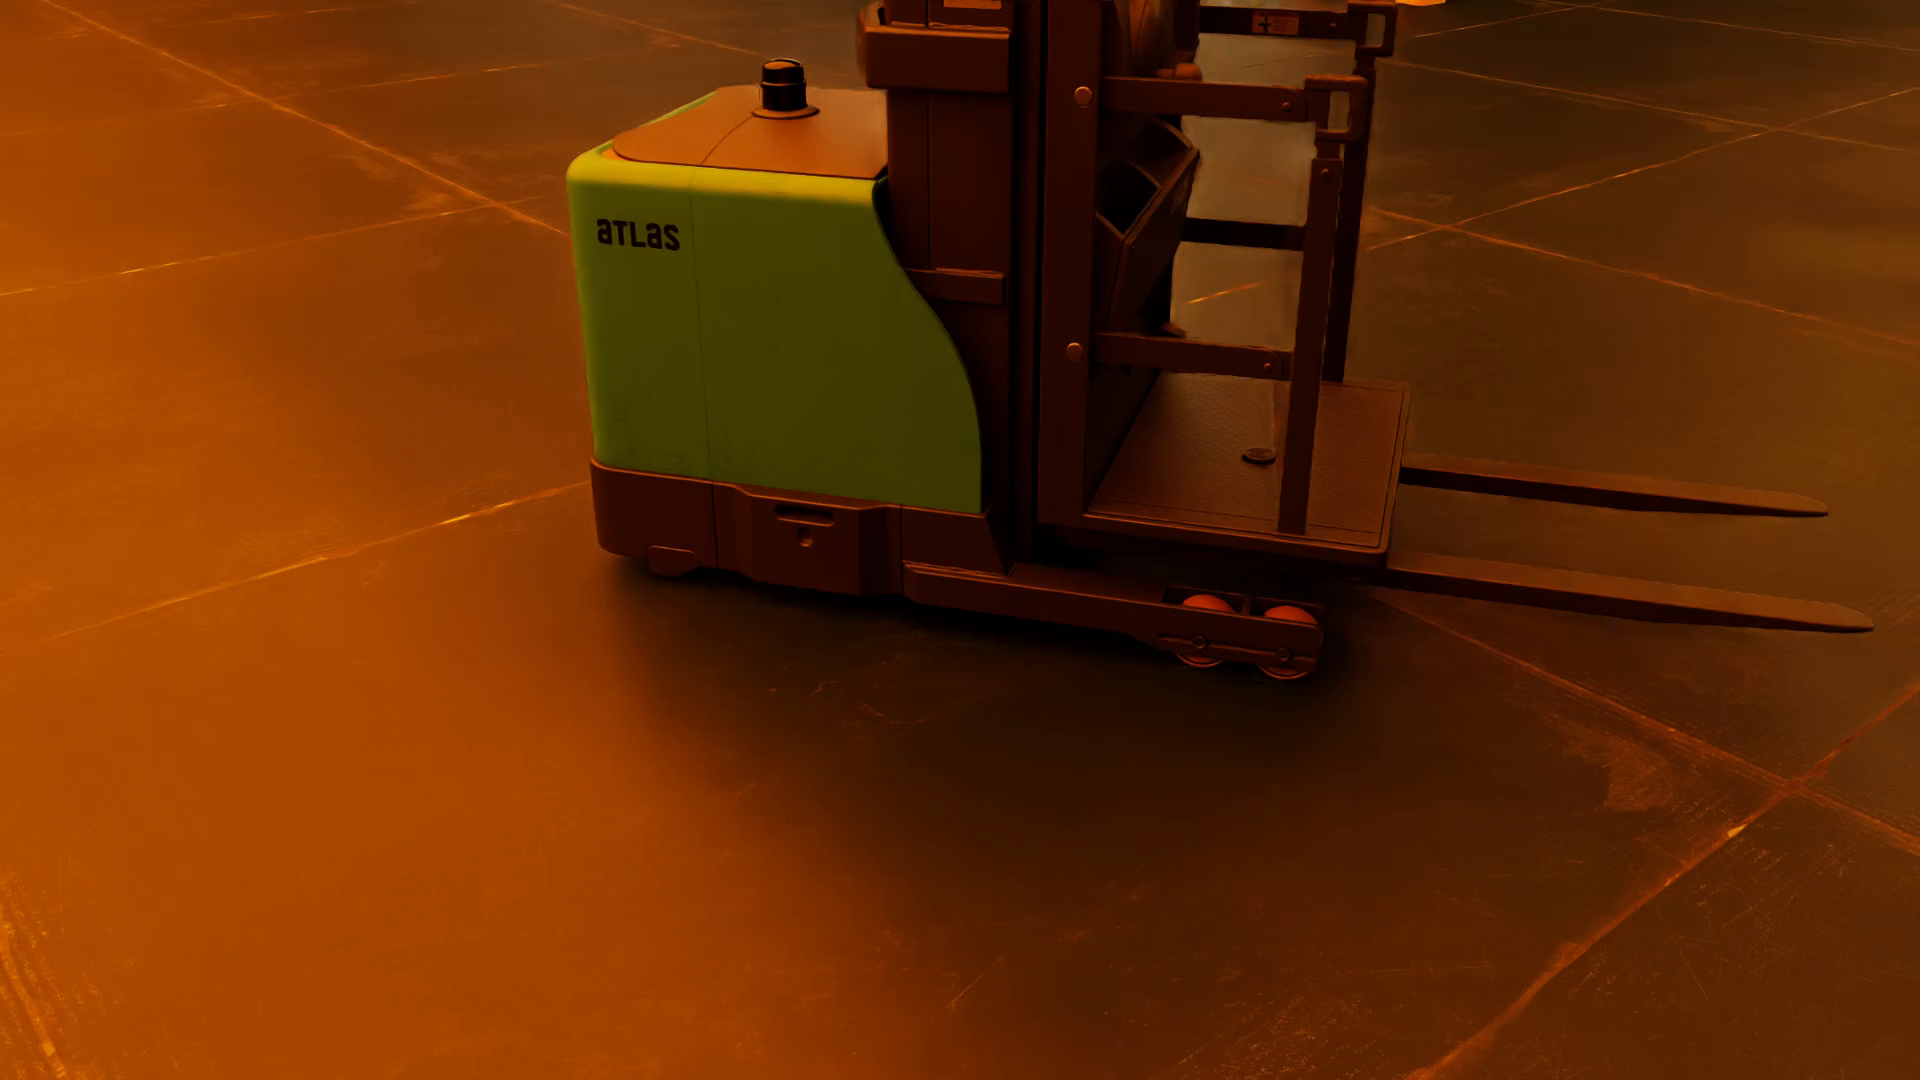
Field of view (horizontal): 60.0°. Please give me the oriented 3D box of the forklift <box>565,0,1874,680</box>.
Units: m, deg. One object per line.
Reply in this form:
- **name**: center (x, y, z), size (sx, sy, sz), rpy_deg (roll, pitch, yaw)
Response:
- **forklift**: center (0.629, -1.254, 3.730), size (3.031, 2.935, 1.130), rpy_deg (8, 27, 15)
